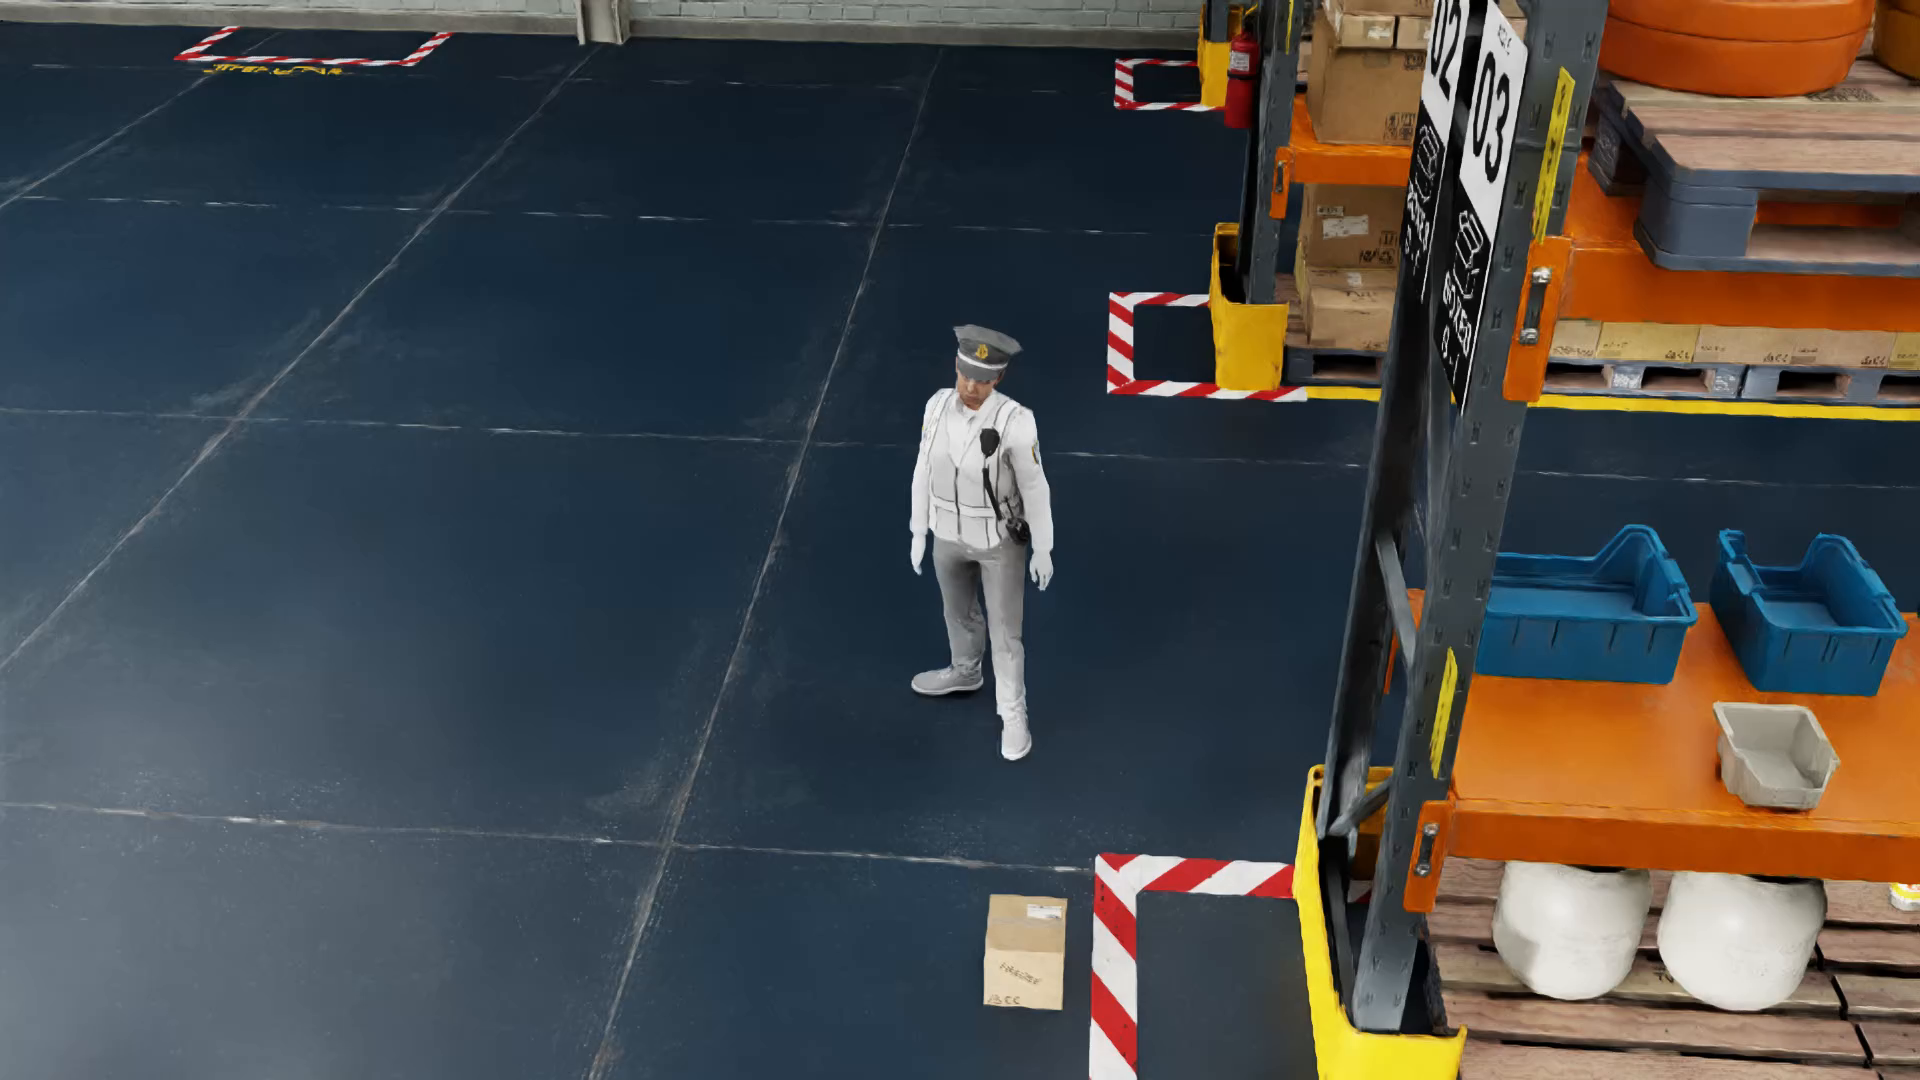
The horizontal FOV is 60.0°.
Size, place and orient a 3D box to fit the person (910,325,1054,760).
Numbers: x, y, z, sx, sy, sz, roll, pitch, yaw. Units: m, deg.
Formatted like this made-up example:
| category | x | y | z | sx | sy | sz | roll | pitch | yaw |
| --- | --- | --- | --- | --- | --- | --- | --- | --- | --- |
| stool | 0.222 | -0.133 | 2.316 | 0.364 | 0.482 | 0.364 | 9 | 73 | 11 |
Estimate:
| category | x | y | z | sx | sy | sz | roll | pitch | yaw |
| --- | --- | --- | --- | --- | --- | --- | --- | --- | --- |
| person | 0.057 | -0.019 | 6.117 | 0.620 | 1.682 | 0.377 | 19 | 37 | 27 |
